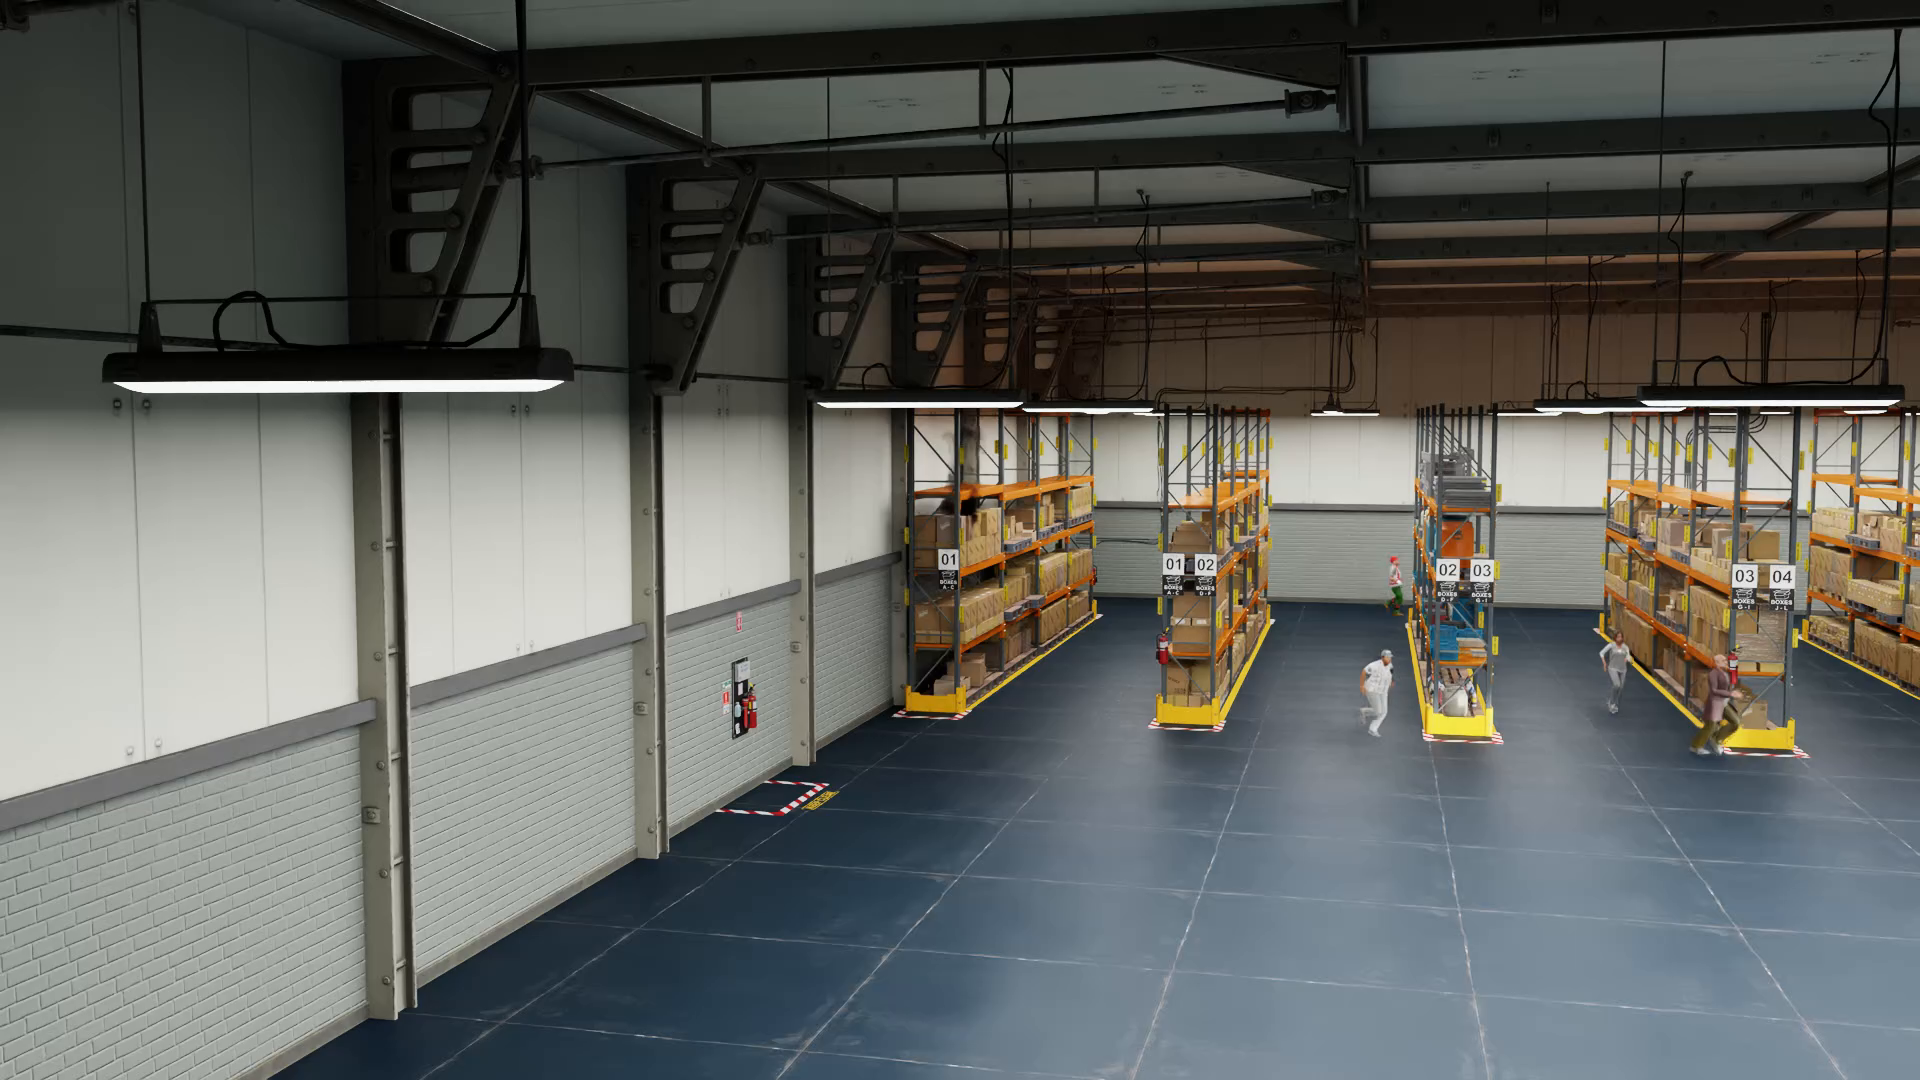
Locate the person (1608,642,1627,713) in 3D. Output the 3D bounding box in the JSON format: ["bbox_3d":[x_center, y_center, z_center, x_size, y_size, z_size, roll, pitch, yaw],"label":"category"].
[{"bbox_3d":[12.785,2.677,32.362,0.359,1.368,0.598,0,4,-2],"label":"person"}]

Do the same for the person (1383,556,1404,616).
[{"bbox_3d":[12.619,1.336,48.341,0.621,1.736,0.626,2,5,24],"label":"person"}]

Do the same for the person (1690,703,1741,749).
[{"bbox_3d":[12.790,3.095,28.157,0.387,0.949,0.745,-3,5,-38],"label":"person"}]

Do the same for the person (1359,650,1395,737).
[{"bbox_3d":[7.551,2.765,30.054,0.596,1.597,0.723,-3,5,-33],"label":"person"}]
